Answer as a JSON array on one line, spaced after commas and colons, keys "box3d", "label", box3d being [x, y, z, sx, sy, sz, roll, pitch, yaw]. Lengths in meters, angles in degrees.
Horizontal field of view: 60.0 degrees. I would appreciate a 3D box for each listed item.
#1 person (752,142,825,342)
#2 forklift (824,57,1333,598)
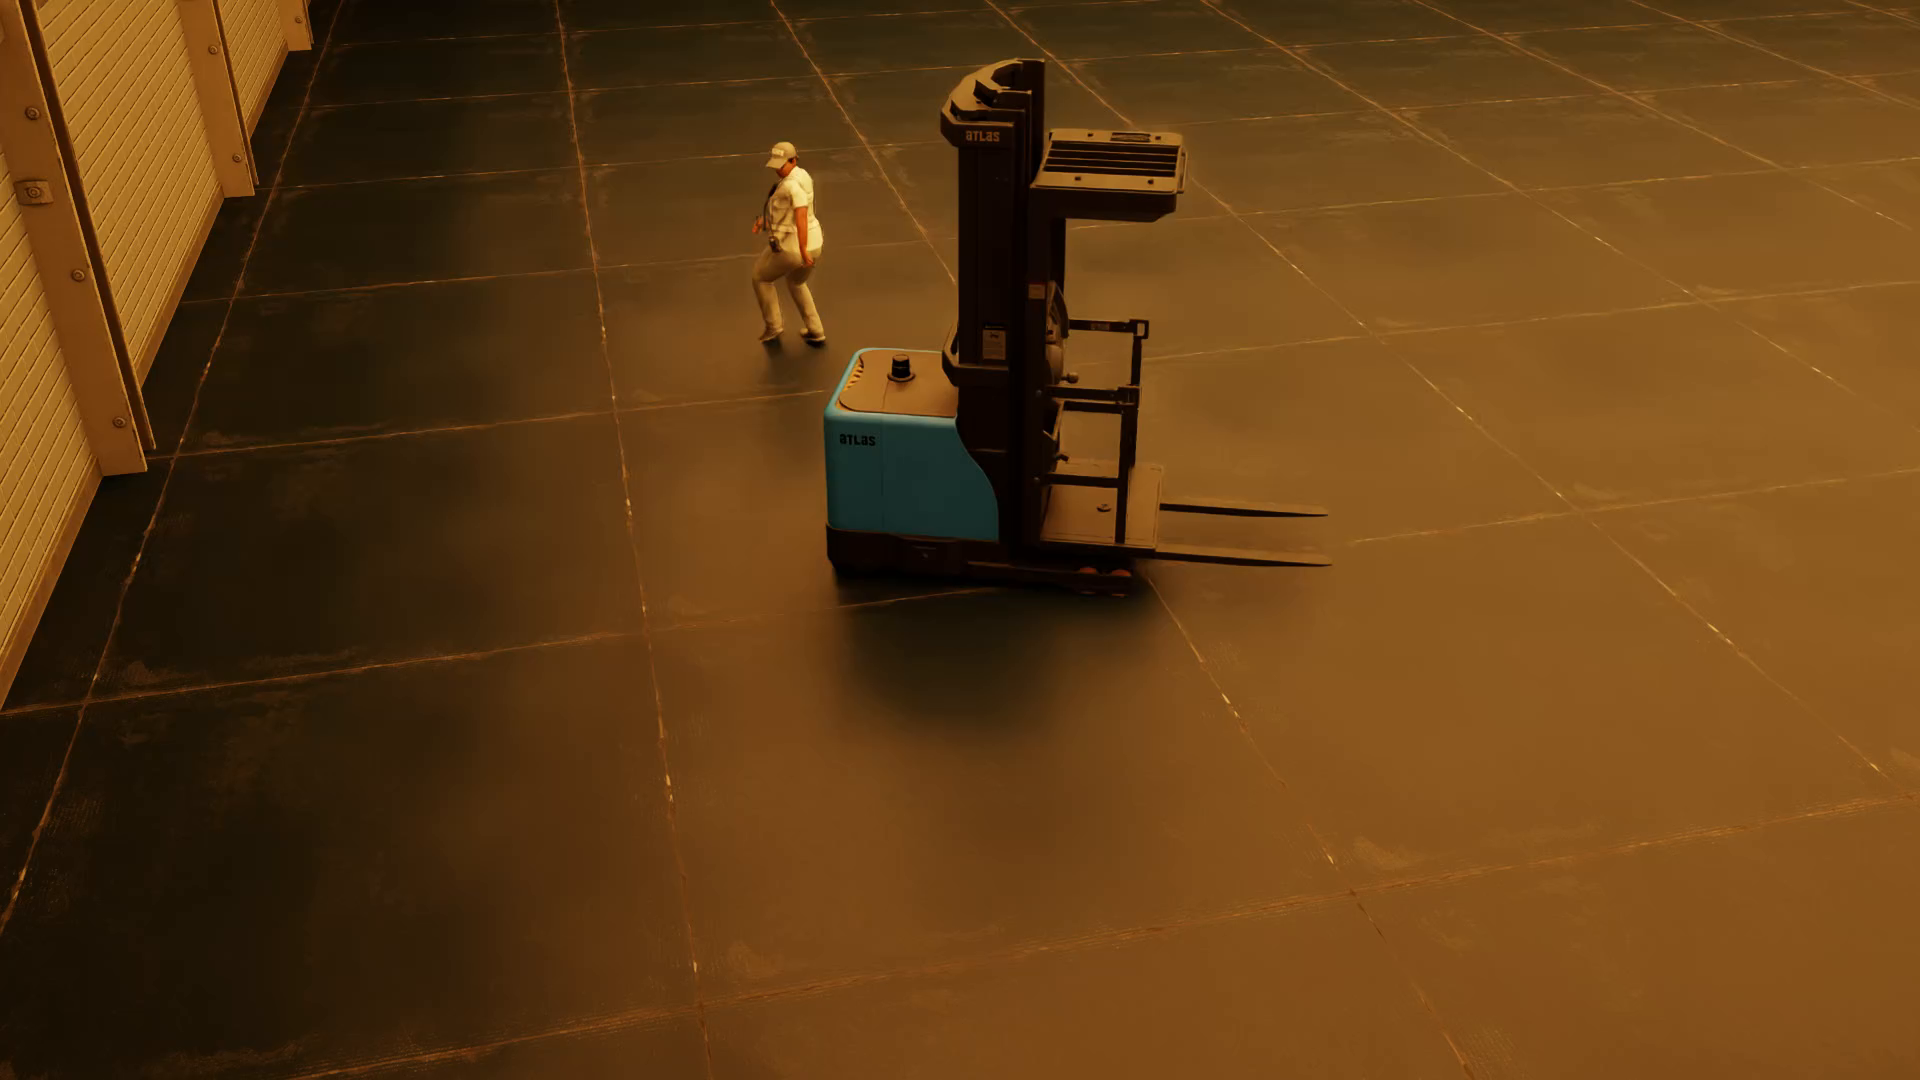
[{"box3d": [-1.286, -2.252, 12.857, 0.736, 1.665, 0.569, 17, 34, 27], "label": "person"}, {"box3d": [0.751, -1.211, 9.666, 3.031, 2.935, 1.130, 4, 30, 8], "label": "forklift"}]
